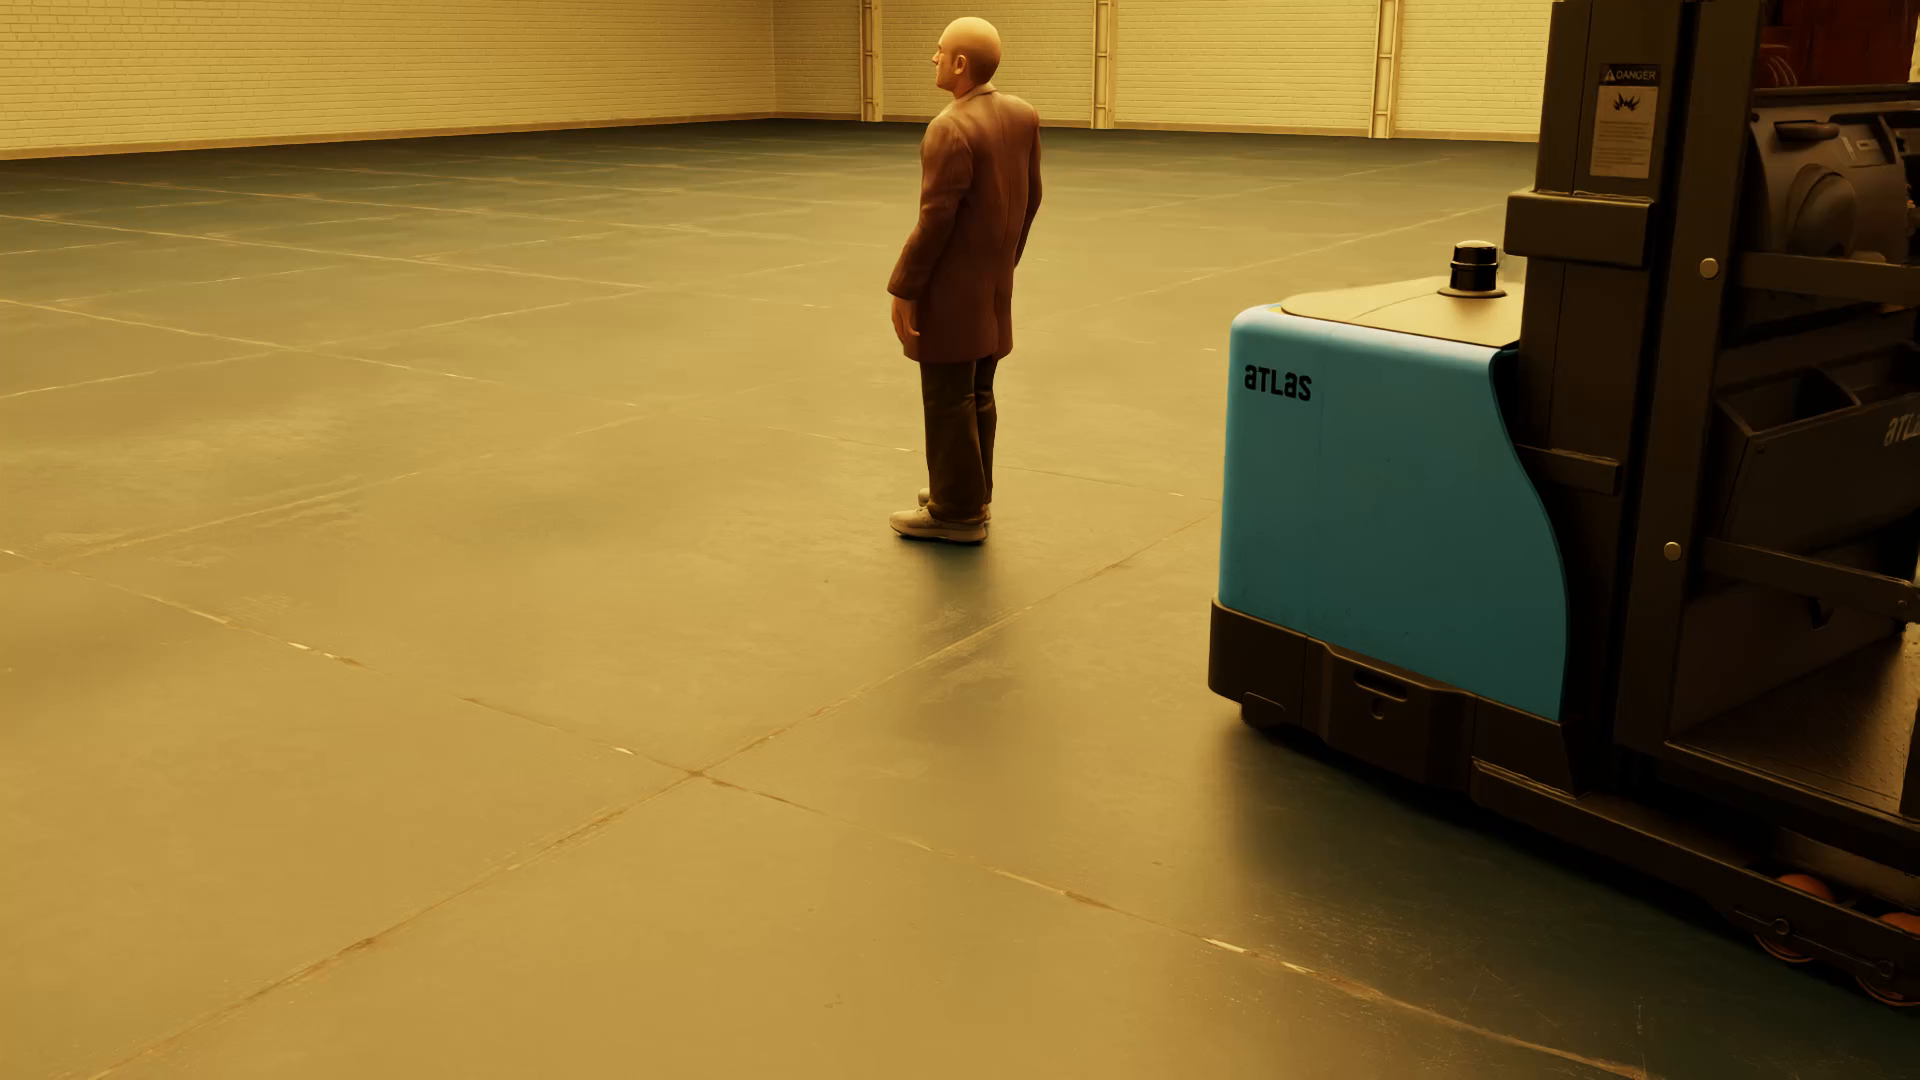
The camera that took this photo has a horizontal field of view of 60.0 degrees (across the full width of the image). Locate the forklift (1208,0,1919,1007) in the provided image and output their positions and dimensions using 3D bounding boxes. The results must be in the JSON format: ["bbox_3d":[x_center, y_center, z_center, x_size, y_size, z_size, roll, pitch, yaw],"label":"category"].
[{"bbox_3d":[1.961,-0.704,3.188,1.130,2.935,3.031,-13,21,-36],"label":"forklift"}]

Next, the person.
[{"bbox_3d":[-0.072,-0.874,5.745,0.582,1.776,0.694,11,20,33],"label":"person"}]
